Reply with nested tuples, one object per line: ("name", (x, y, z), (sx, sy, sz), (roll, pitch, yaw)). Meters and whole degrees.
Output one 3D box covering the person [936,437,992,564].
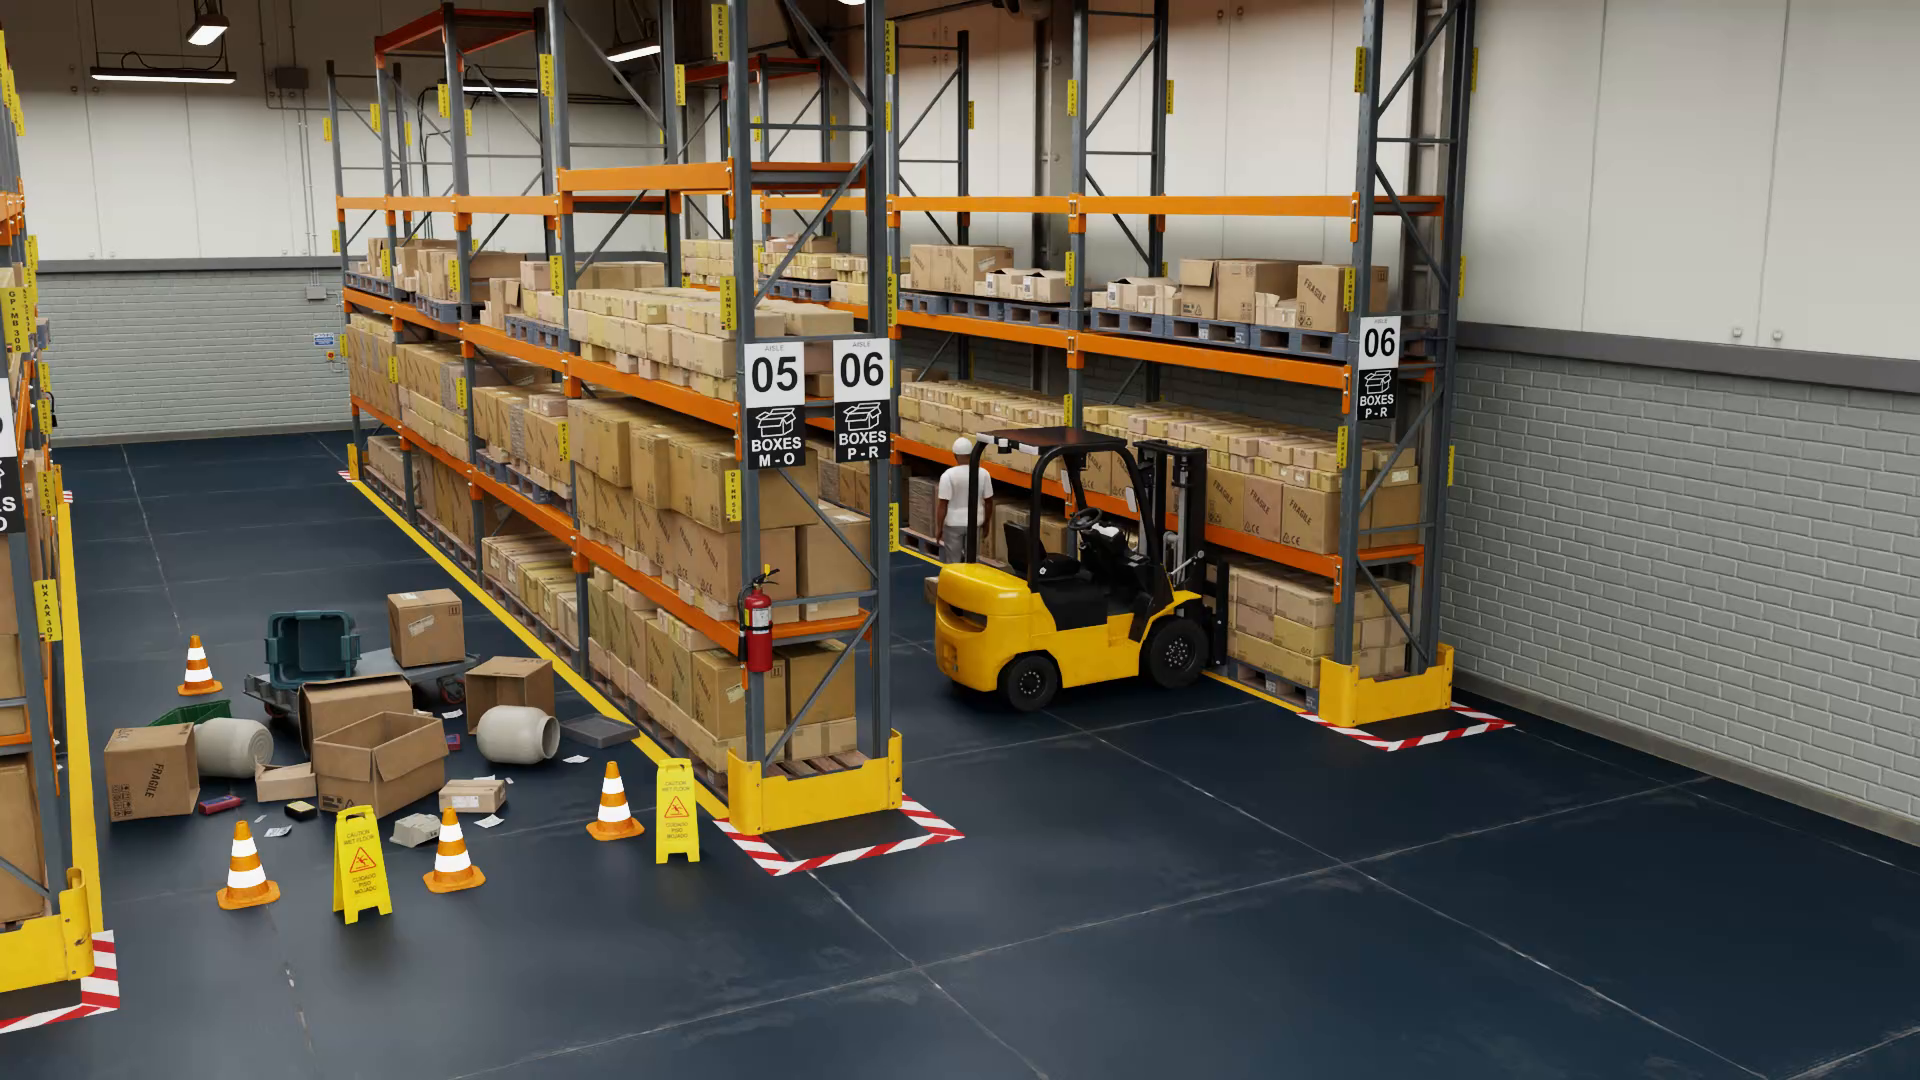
("person", (0.027, -0.142, 16.531), (0.573, 1.781, 0.384), (-6, 13, -27))
